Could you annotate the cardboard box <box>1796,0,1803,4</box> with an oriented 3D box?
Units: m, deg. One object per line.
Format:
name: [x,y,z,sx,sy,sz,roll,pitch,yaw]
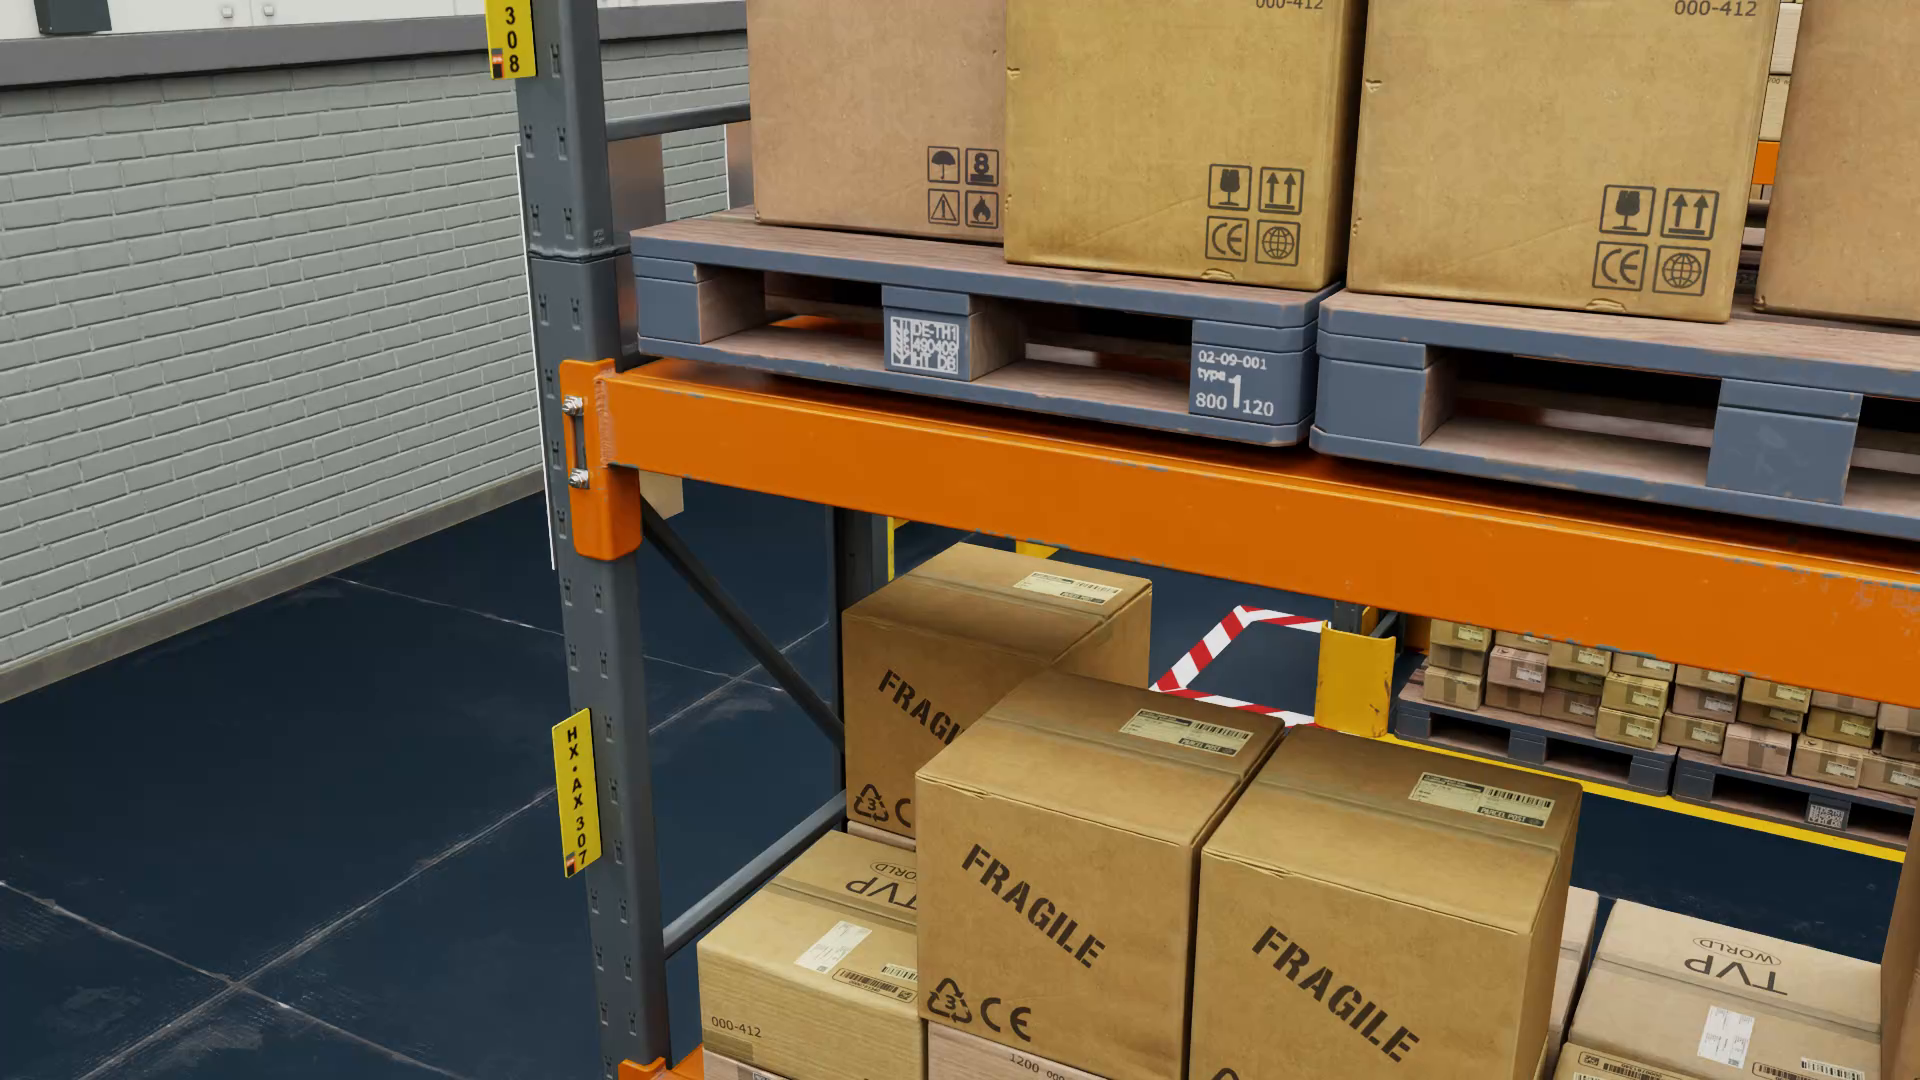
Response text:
cardboard box: [3.300,-2.090,6.230,0.250,0.149,0.380,12,23,29]

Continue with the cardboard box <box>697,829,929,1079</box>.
cardboard box: [-0.179,0.863,3.372,0.500,0.250,0.500,10,22,26]

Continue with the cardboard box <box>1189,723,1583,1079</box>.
cardboard box: [0.713,0.678,2.782,0.500,0.500,0.500,10,22,26]

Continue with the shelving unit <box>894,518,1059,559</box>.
shelving unit: [0.067,-0.692,10.074,1.083,1.500,0.587,11,23,27]

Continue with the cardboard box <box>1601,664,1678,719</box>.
cardboard box: [3.012,0.630,7.358,0.250,0.149,0.380,12,23,29]

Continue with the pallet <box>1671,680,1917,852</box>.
pallet: [3.860,0.984,7.342,1.213,0.211,1.003,11,23,27]

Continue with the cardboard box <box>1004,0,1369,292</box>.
cardboard box: [0.446,-0.730,2.670,0.500,0.500,0.700,10,22,25]

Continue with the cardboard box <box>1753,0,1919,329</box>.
cardboard box: [1.459,-0.597,2.304,0.500,0.500,0.700,12,23,30]

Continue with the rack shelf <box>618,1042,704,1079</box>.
rack shelf: [1.280,1.443,3.044,4.000,0.370,1.077,11,23,27]

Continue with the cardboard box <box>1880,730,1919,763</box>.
cardboard box: [3.991,0.784,6.934,0.250,0.149,0.380,10,22,25]

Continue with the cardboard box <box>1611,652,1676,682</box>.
cardboard box: [3.046,0.470,7.363,0.250,0.149,0.380,10,22,25]

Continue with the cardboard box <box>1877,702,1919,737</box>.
cardboard box: [3.921,0.664,6.829,0.250,0.149,0.380,10,22,25]

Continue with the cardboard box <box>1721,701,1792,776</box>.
cardboard box: [3.445,0.852,7.182,0.250,0.149,0.380,10,22,25]

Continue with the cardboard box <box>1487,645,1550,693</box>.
cardboard box: [2.585,0.541,7.604,0.250,0.149,0.380,11,23,27]

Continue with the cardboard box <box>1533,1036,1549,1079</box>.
cardboard box: [0.715,1.032,2.906,0.500,0.250,0.500,10,22,26]

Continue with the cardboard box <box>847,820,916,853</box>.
cardboard box: [0.086,0.704,3.809,0.500,0.250,0.500,10,22,26]

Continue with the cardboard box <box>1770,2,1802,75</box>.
cardboard box: [3.189,-1.938,6.397,0.500,0.250,0.500,11,23,28]

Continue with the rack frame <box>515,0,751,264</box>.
rack frame: [-0.466,-2.048,2.816,0.127,3.000,1.000,11,23,27]

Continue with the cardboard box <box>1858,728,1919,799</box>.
cardboard box: [3.926,0.921,6.993,0.250,0.149,0.380,11,23,28]

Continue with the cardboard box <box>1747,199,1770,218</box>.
cardboard box: [3.462,-1.175,7.156,0.500,0.500,0.500,12,23,30]

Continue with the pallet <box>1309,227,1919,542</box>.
pallet: [1.256,-0.274,2.452,1.213,0.211,1.003,11,23,27]

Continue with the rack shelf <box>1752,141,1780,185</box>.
rack shelf: [3.787,-1.427,6.557,4.000,0.370,1.077,11,23,27]

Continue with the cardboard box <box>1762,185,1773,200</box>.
cardboard box: [5.555,-2.364,10.870,0.500,0.500,0.500,11,22,27]

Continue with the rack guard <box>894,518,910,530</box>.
rack guard: [-0.368,-0.188,10.516,0.087,0.250,0.587,11,23,27]

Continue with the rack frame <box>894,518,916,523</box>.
rack frame: [-0.369,-0.775,10.303,0.032,1.500,0.500,11,23,27]

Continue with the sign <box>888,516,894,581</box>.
sign: [-0.190,-0.043,4.040,0.005,0.325,0.100,11,23,27]

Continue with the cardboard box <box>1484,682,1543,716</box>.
cardboard box: [2.611,0.656,7.722,0.250,0.149,0.380,11,23,27]

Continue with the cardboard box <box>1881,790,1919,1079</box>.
cardboard box: [1.850,0.690,2.748,0.500,0.500,0.500,10,22,26]

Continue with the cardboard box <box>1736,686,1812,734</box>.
cardboard box: [3.547,0.679,7.224,0.250,0.149,0.380,12,23,30]

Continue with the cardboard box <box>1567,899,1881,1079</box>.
cardboard box: [1.430,0.959,3.108,0.500,0.250,0.500,11,23,27]

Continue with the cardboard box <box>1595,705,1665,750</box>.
cardboard box: [3.000,0.771,7.406,0.250,0.149,0.380,11,23,28]

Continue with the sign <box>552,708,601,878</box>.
sign: [-0.742,0.492,3.225,0.005,0.325,0.100,11,23,27]

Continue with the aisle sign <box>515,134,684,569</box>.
aisle sign: [-0.675,-0.373,3.182,0.004,0.787,0.394,11,23,27]

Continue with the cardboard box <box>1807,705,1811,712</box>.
cardboard box: [3.953,0.739,7.493,0.250,0.149,0.380,12,23,29]

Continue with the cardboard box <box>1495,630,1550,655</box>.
cardboard box: [2.632,0.373,7.629,0.250,0.149,0.380,11,23,28]

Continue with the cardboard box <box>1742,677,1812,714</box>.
cardboard box: [3.491,0.576,7.070,0.250,0.149,0.380,11,23,28]
